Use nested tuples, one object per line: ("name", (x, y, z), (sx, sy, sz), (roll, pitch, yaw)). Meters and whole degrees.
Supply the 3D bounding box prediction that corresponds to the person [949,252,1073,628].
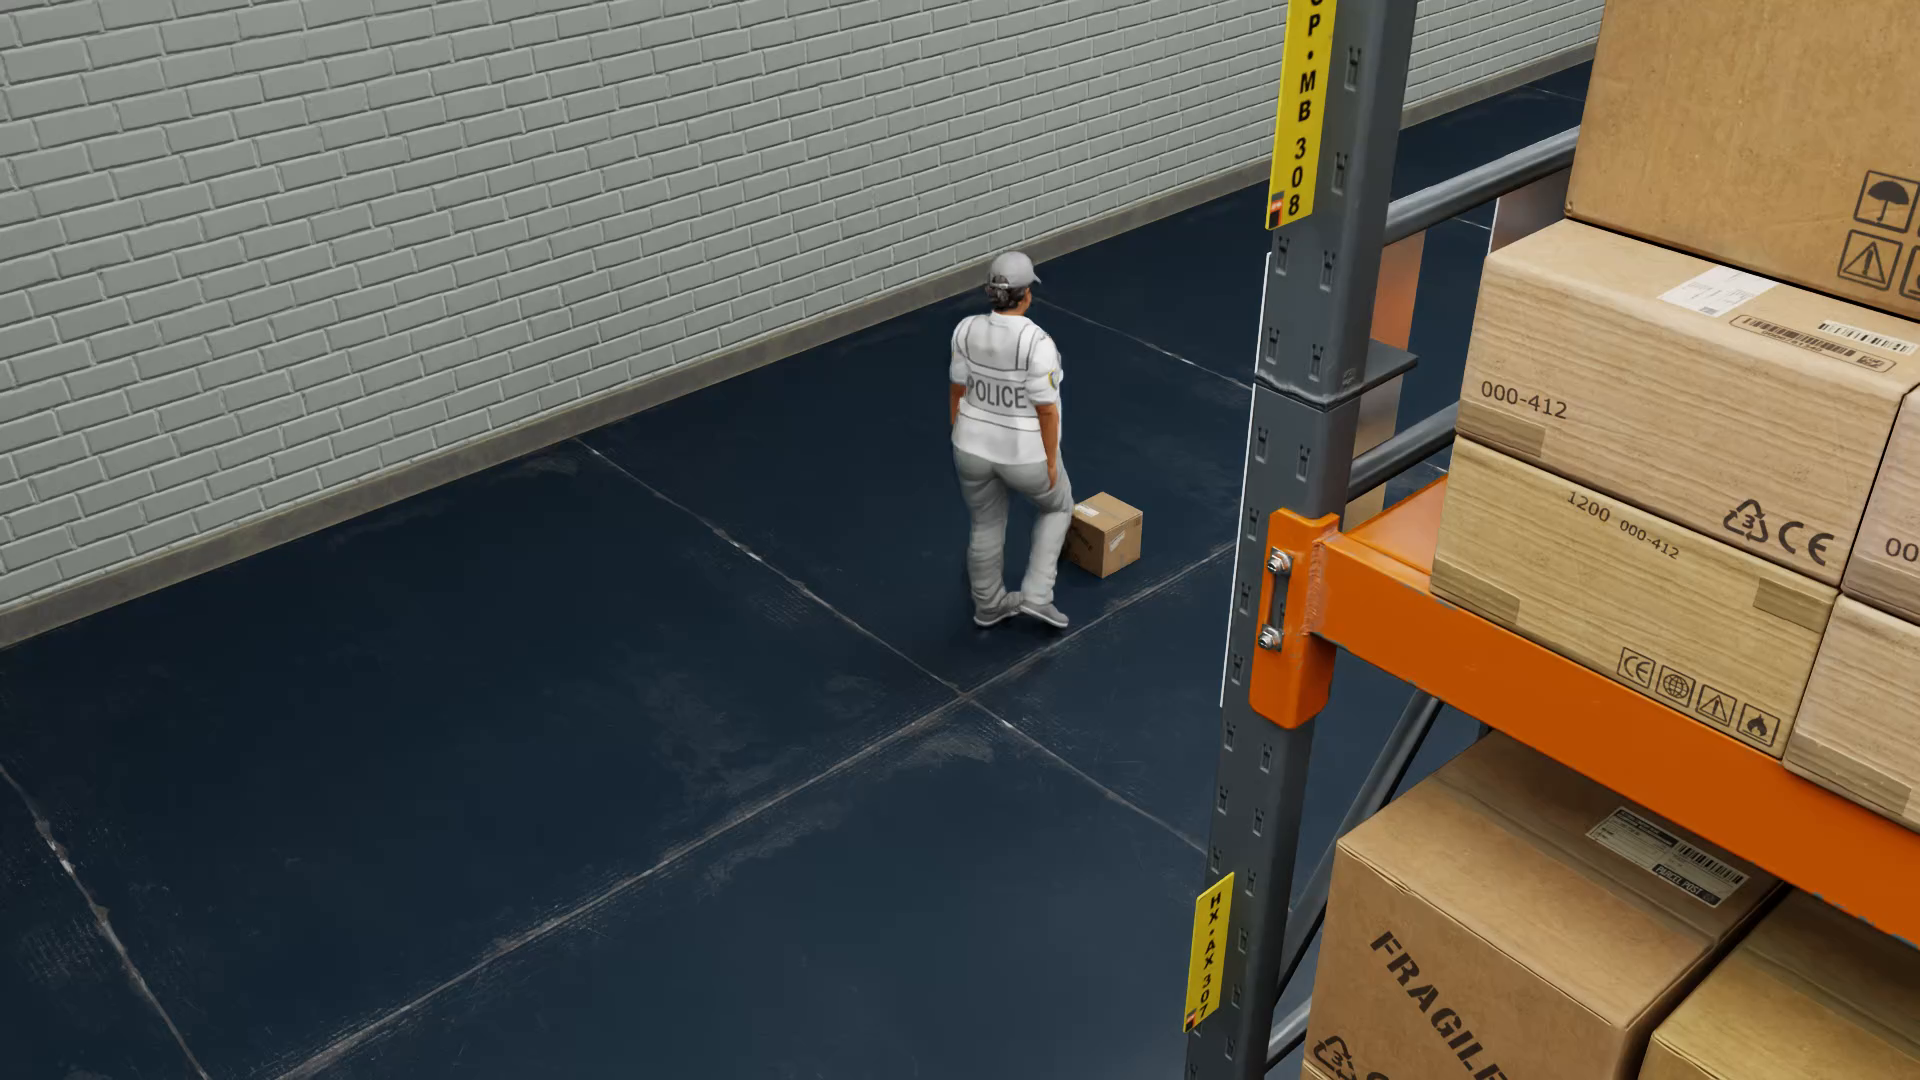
("person", (0.212, -0.369, 6.721), (0.522, 1.671, 0.459), (14, 35, 22))
